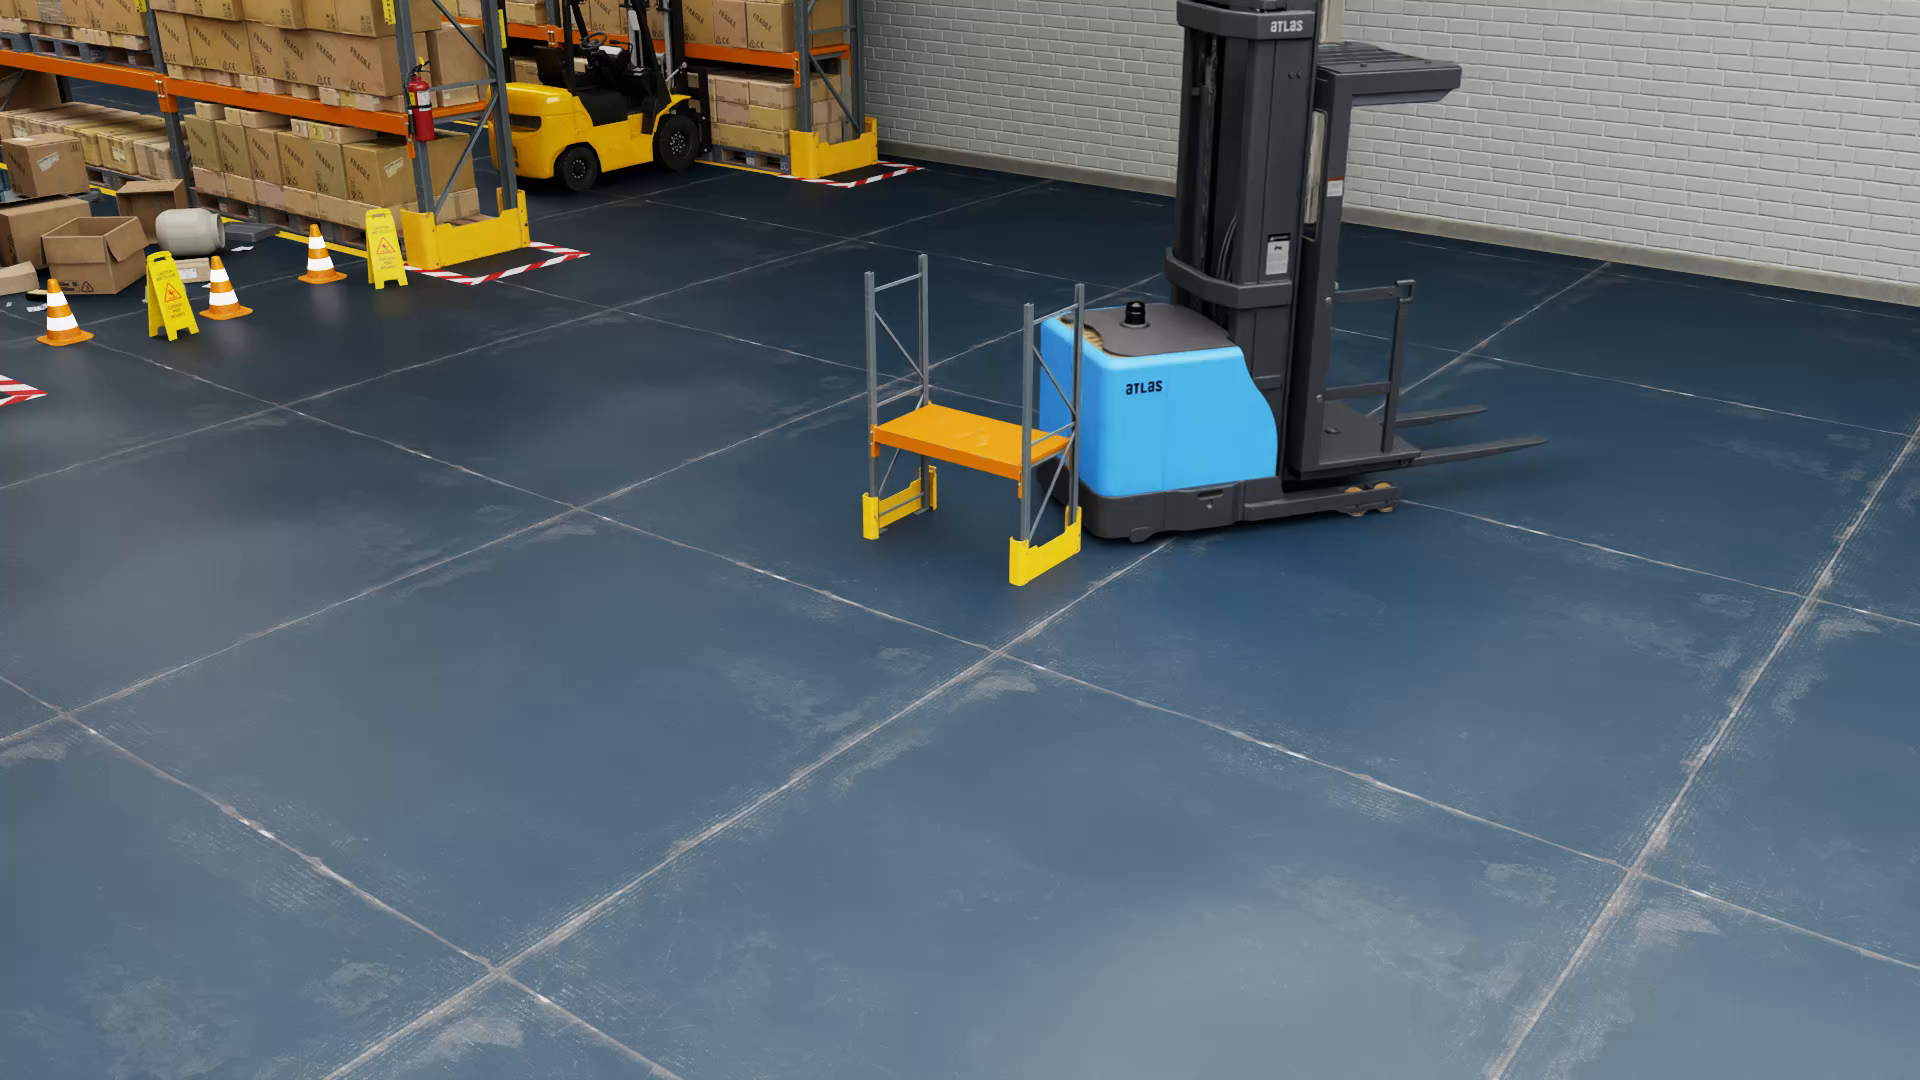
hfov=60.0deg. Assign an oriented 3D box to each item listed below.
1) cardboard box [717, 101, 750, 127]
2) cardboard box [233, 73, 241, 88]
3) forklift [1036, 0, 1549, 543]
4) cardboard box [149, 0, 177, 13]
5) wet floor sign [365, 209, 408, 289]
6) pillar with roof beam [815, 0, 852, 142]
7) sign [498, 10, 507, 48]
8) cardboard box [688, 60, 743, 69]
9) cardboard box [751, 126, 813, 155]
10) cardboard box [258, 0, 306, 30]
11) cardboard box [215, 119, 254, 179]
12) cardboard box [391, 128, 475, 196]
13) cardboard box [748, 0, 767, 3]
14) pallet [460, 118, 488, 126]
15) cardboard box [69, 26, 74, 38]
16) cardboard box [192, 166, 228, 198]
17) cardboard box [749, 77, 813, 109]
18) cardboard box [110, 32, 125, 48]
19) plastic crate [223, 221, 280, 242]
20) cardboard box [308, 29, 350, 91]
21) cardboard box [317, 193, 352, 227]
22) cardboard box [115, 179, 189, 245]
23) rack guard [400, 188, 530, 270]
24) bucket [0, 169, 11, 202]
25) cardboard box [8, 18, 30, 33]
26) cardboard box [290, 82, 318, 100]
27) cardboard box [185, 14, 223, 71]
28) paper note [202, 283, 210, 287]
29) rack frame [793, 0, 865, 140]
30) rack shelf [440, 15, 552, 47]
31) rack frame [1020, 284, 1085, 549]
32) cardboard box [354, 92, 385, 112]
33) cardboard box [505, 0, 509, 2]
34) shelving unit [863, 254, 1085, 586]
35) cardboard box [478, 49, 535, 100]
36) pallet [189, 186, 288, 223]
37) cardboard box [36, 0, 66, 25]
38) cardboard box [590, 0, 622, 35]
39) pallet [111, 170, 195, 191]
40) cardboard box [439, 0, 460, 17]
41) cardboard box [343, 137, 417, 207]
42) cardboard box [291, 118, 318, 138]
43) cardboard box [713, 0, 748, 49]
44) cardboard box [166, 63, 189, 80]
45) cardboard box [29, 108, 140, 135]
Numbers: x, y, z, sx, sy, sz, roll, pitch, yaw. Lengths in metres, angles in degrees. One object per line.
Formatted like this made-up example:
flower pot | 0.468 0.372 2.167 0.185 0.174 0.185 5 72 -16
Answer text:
cardboard box | -2.396 -4.858 18.825 0.500 0.250 0.500 16 29 33
cardboard box | -6.666 -4.400 15.828 0.250 0.149 0.380 17 29 33
forklift | 2.025 -1.668 9.401 3.031 2.935 1.130 -8 25 -17
cardboard box | -7.377 -5.382 16.012 0.500 0.500 0.700 16 29 33
wet floor sign | -4.888 -2.483 14.085 0.267 0.644 0.232 -15 28 -30
pillar with roof beam | -4.023 -7.370 14.815 0.400 9.000 9.100 17 29 33
sign | -4.073 -4.523 14.721 0.005 0.325 0.100 17 29 33
cardboard box | -2.897 -5.493 19.646 0.500 0.250 0.500 16 28 32
cardboard box | -1.990 -4.500 18.631 0.500 0.250 0.500 17 29 34
cardboard box | -5.809 -4.859 14.825 0.500 0.500 0.700 16 29 33
cardboard box | -6.854 -3.840 16.205 0.500 0.500 0.500 18 30 35
cardboard box | -4.898 -3.518 15.475 0.500 0.500 0.500 16 28 32
cardboard box | -2.092 -5.942 18.088 0.250 0.149 0.380 17 29 34
pallet | -6.219 -5.706 21.938 1.213 0.211 1.003 17 29 33
cardboard box | -9.134 -5.380 17.530 0.250 0.149 0.380 16 28 32
cardboard box | -7.289 -3.623 16.642 0.500 0.250 0.500 15 28 31
cardboard box | -1.980 -4.956 18.428 0.500 0.250 0.500 18 29 35
cardboard box | -8.377 -5.101 16.898 0.250 0.149 0.380 16 28 32
plastic crate | -6.835 -2.939 15.820 0.583 0.080 0.402 7 25 15
cardboard box | -5.396 -4.298 14.793 0.500 0.500 0.500 17 29 33
cardboard box | -5.617 -3.122 15.505 0.500 0.250 0.500 17 29 33
cardboard box | -7.558 -3.078 15.613 0.500 0.500 0.500 -5 24 -12
rack guard | -4.459 -2.826 15.044 0.348 0.500 1.175 17 29 33
bucket | -8.996 -3.206 14.981 0.726 0.611 0.620 -15 18 -30
cardboard box | -10.046 -5.591 18.011 0.250 0.149 0.380 17 29 34
cardboard box | -5.892 -4.145 15.248 0.250 0.149 0.380 16 29 33
cardboard box | -6.999 -4.791 15.909 0.500 0.500 0.500 17 29 33
paper note | -6.349 -2.179 14.158 0.142 0.019 0.148 7 25 15
rack frame | -1.425 -5.554 18.135 0.127 3.000 1.000 17 29 33
rack shelf | -6.226 -6.676 21.573 4.000 0.370 1.077 17 29 33
rack frame | 0.475 -0.543 8.622 0.032 1.500 0.500 17 29 33
cardboard box | -5.095 -3.884 14.655 0.250 0.149 0.380 16 29 33
cardboard box | -5.588 -6.840 20.619 0.500 0.250 0.500 16 28 32
shelving unit | 0.061 -0.668 8.906 1.083 1.500 0.587 17 29 33
cardboard box | -5.666 -5.939 21.434 0.625 0.625 0.875 16 29 33
pallet | -7.041 -3.492 16.913 1.213 0.211 1.003 17 29 33
cardboard box | -9.333 -5.703 17.460 0.500 0.500 0.500 16 28 31
cardboard box | -4.000 -6.255 19.602 0.500 0.500 0.500 17 29 34
pallet | -8.223 -3.831 17.682 1.213 0.211 1.003 17 29 33
cardboard box | -6.388 -6.862 21.290 0.500 0.250 0.500 18 29 35
cardboard box | -5.196 -3.338 15.066 0.500 0.500 0.500 17 29 34
cardboard box | -5.939 -3.828 15.373 0.250 0.149 0.380 18 30 35
cardboard box | -2.386 -5.762 18.484 0.500 0.500 0.500 18 29 35
cardboard box | -7.540 -4.624 16.337 0.250 0.149 0.380 17 29 33
cardboard box | -9.759 -4.560 18.618 0.625 0.372 0.950 16 28 32
